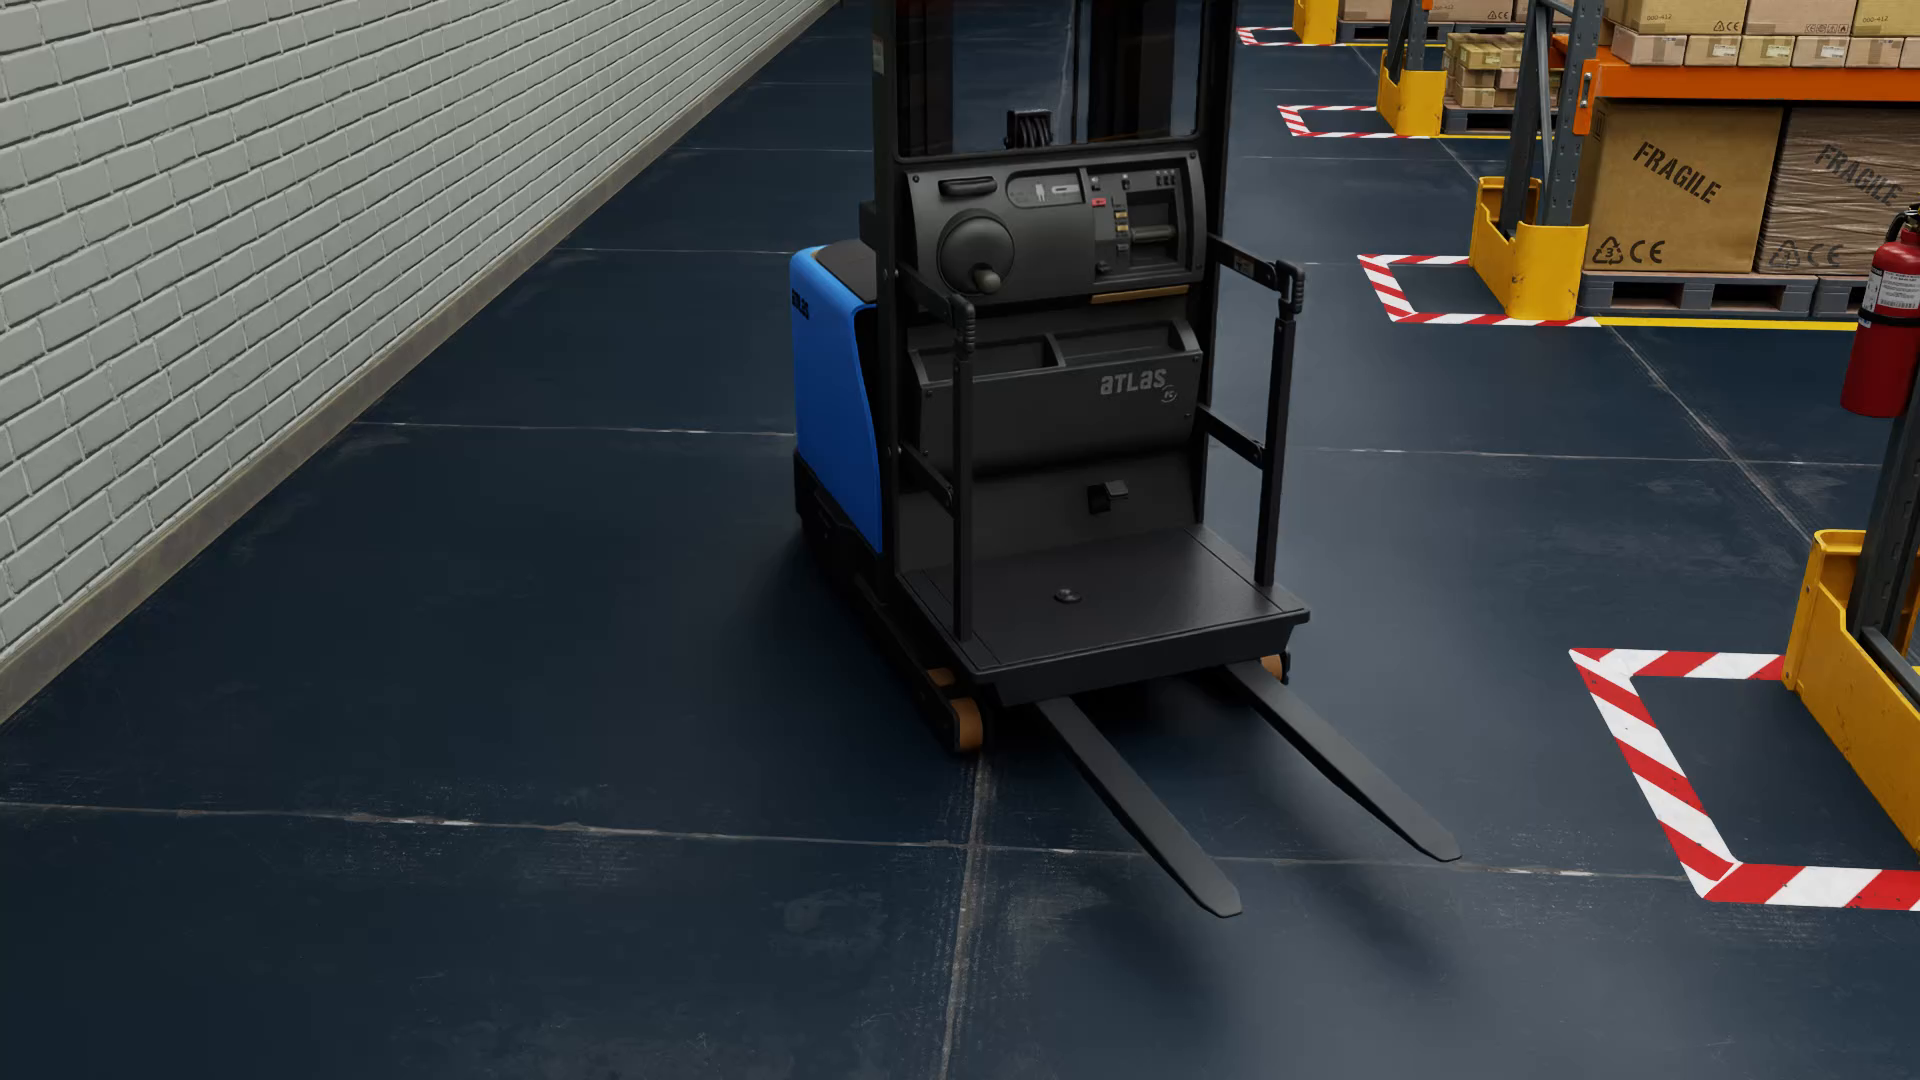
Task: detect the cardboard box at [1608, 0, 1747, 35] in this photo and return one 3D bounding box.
[{"bbox_3d":[3.602,-2.701,8.356,0.500,0.250,0.500,1,25,3],"label":"cardboard box"}]

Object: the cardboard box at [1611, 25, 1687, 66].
[{"bbox_3d":[3.473,-2.499,8.394,0.250,0.149,0.380,2,25,5],"label":"cardboard box"}]

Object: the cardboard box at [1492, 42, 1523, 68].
[{"bbox_3d":[4.405,-3.875,13.280,0.250,0.149,0.380,2,25,5],"label":"cardboard box"}]

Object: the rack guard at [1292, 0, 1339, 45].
[{"bbox_3d":[3.879,-5.758,18.165,0.348,0.500,1.175,2,25,4],"label":"rack guard"}]

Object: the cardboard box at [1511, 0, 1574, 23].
[{"bbox_3d":[6.381,-5.885,18.013,0.875,0.438,0.875,1,25,2],"label":"cardboard box"}]

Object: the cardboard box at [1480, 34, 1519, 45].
[{"bbox_3d":[4.418,-4.049,13.657,0.250,0.149,0.380,2,25,5],"label":"cardboard box"}]

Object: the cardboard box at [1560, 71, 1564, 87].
[{"bbox_3d":[4.894,-3.677,13.204,0.250,0.149,0.380,3,25,6],"label":"cardboard box"}]

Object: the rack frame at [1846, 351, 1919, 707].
[{"bbox_3d":[2.765,-0.698,4.178,0.127,3.000,1.000,2,25,4],"label":"rack frame"}]

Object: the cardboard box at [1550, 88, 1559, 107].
[{"bbox_3d":[4.638,-3.592,13.377,0.250,0.149,0.380,2,25,5],"label":"cardboard box"}]

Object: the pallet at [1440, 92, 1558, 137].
[{"bbox_3d":[4.508,-3.516,13.639,1.213,0.211,1.003,2,25,4],"label":"pallet"}]

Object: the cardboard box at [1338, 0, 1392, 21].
[{"bbox_3d":[4.569,-5.940,18.133,0.875,0.438,0.875,1,25,2],"label":"cardboard box"}]

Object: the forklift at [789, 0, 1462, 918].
[{"bbox_3d":[0.373,-0.901,4.702,1.130,2.935,3.031,-9,26,-19],"label":"forklift"}]

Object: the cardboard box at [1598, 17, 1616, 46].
[{"bbox_3d":[3.524,-2.774,8.991,0.250,0.149,0.380,2,25,5],"label":"cardboard box"}]

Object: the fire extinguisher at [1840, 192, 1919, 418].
[{"bbox_3d":[2.649,-0.688,4.695,0.183,0.674,0.296,2,25,4],"label":"fire extinguisher"}]

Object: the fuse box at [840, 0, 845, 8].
[{"bbox_3d":[-1.415,-7.349,20.174,0.414,1.711,0.539,2,25,4],"label":"fuse box"}]

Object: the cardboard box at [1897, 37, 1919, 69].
[{"bbox_3d":[4.755,-2.459,8.306,0.250,0.149,0.380,2,25,3],"label":"cardboard box"}]

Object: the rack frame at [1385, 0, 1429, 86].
[{"bbox_3d":[3.625,-4.826,13.150,0.127,3.000,1.000,2,25,4],"label":"rack frame"}]

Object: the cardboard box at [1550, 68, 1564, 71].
[{"bbox_3d":[4.647,-3.814,13.146,0.250,0.149,0.380,2,25,4],"label":"cardboard box"}]

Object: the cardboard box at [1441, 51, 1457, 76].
[{"bbox_3d":[4.173,-3.959,13.818,0.250,0.149,0.380,1,25,3],"label":"cardboard box"}]

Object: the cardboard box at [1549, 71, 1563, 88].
[{"bbox_3d":[4.647,-3.730,13.320,0.250,0.149,0.380,2,25,5],"label":"cardboard box"}]

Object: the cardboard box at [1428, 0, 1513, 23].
[{"bbox_3d":[5.482,-5.914,18.077,0.875,0.438,0.875,2,25,5],"label":"cardboard box"}]

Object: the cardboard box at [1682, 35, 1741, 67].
[{"bbox_3d":[3.729,-2.492,8.377,0.250,0.149,0.380,1,25,3],"label":"cardboard box"}]

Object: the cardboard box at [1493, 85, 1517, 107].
[{"bbox_3d":[4.390,-3.598,13.388,0.250,0.149,0.380,2,25,4],"label":"cardboard box"}]

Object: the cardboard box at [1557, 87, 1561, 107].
[{"bbox_3d":[4.884,-3.539,13.260,0.250,0.149,0.380,2,25,5],"label":"cardboard box"}]

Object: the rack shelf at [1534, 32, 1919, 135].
[{"bbox_3d":[5.138,-2.371,8.676,4.000,0.370,1.077,2,25,4],"label":"rack shelf"}]

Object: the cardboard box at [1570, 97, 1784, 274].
[{"bbox_3d":[3.788,-2.001,9.049,0.875,0.875,0.875,2,25,4],"label":"cardboard box"}]

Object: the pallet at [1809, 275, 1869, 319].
[{"bbox_3d":[5.161,-1.462,9.176,1.213,0.211,1.003,2,25,4],"label":"pallet"}]

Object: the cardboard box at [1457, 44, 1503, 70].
[{"bbox_3d":[4.121,-3.834,13.190,0.250,0.149,0.380,1,25,2],"label":"cardboard box"}]

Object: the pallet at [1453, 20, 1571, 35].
[{"bbox_3d":[5.919,-5.593,18.152,1.213,0.211,1.003,2,25,4],"label":"pallet"}]

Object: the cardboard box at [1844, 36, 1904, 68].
[{"bbox_3d":[4.498,-2.467,8.324,0.250,0.149,0.380,1,25,3],"label":"cardboard box"}]

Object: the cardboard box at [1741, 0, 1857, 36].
[{"bbox_3d":[4.121,-2.687,8.326,0.500,0.250,0.500,2,25,3],"label":"cardboard box"}]

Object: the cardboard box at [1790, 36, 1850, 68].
[{"bbox_3d":[4.244,-2.476,8.342,0.250,0.149,0.380,1,25,3],"label":"cardboard box"}]

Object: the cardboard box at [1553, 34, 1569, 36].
[{"bbox_3d":[4.939,-4.059,13.679,0.250,0.149,0.380,1,25,2],"label":"cardboard box"}]

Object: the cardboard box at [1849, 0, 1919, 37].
[{"bbox_3d":[4.622,-2.670,8.288,0.500,0.250,0.500,1,25,2],"label":"cardboard box"}]

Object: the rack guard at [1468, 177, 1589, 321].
[{"bbox_3d":[3.120,-1.627,9.189,0.348,0.500,1.175,2,25,4],"label":"rack guard"}]

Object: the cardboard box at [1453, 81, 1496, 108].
[{"bbox_3d":[4.123,-3.572,13.332,0.250,0.149,0.380,2,25,5],"label":"cardboard box"}]

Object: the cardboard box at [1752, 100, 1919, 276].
[{"bbox_3d":[4.696,-1.972,8.986,0.875,0.875,0.875,2,25,4],"label":"cardboard box"}]

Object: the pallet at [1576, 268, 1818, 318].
[{"bbox_3d":[3.947,-1.502,9.263,1.213,0.211,1.003,2,25,4],"label":"pallet"}]

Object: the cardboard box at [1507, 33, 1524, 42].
[{"bbox_3d":[4.686,-4.094,13.754,0.250,0.149,0.380,1,25,3],"label":"cardboard box"}]

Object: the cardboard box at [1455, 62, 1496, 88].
[{"bbox_3d":[4.127,-3.733,13.327,0.250,0.149,0.380,3,25,6],"label":"cardboard box"}]

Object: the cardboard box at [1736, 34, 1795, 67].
[{"bbox_3d":[3.984,-2.484,8.360,0.250,0.149,0.380,1,25,3],"label":"cardboard box"}]

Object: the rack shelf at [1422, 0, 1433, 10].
[{"bbox_3d":[5.619,-4.435,13.161,4.000,0.370,1.077,2,25,4],"label":"rack shelf"}]

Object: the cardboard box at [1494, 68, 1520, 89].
[{"bbox_3d":[4.396,-3.701,13.257,0.250,0.149,0.380,2,25,4],"label":"cardboard box"}]

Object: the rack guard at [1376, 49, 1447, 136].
[{"bbox_3d":[3.700,-3.688,13.667,0.348,0.500,1.175,2,25,4],"label":"rack guard"}]

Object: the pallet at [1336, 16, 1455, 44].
[{"bbox_3d":[4.706,-5.633,18.239,1.213,0.211,1.003,2,25,4],"label":"pallet"}]

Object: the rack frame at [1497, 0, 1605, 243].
[{"bbox_3d":[3.144,-2.762,8.665,0.127,3.000,1.000,2,25,4],"label":"rack frame"}]

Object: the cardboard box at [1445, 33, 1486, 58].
[{"bbox_3d":[4.172,-4.081,13.727,0.250,0.149,0.380,2,25,5],"label":"cardboard box"}]

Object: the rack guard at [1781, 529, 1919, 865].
[{"bbox_3d":[2.740,0.442,4.691,0.348,0.500,1.175,2,25,4],"label":"rack guard"}]

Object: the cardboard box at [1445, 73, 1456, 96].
[{"bbox_3d":[4.165,-3.792,13.811,0.250,0.149,0.380,2,25,5],"label":"cardboard box"}]

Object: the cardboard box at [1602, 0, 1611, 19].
[{"bbox_3d":[3.648,-2.924,8.840,0.500,0.250,0.500,1,25,3],"label":"cardboard box"}]
